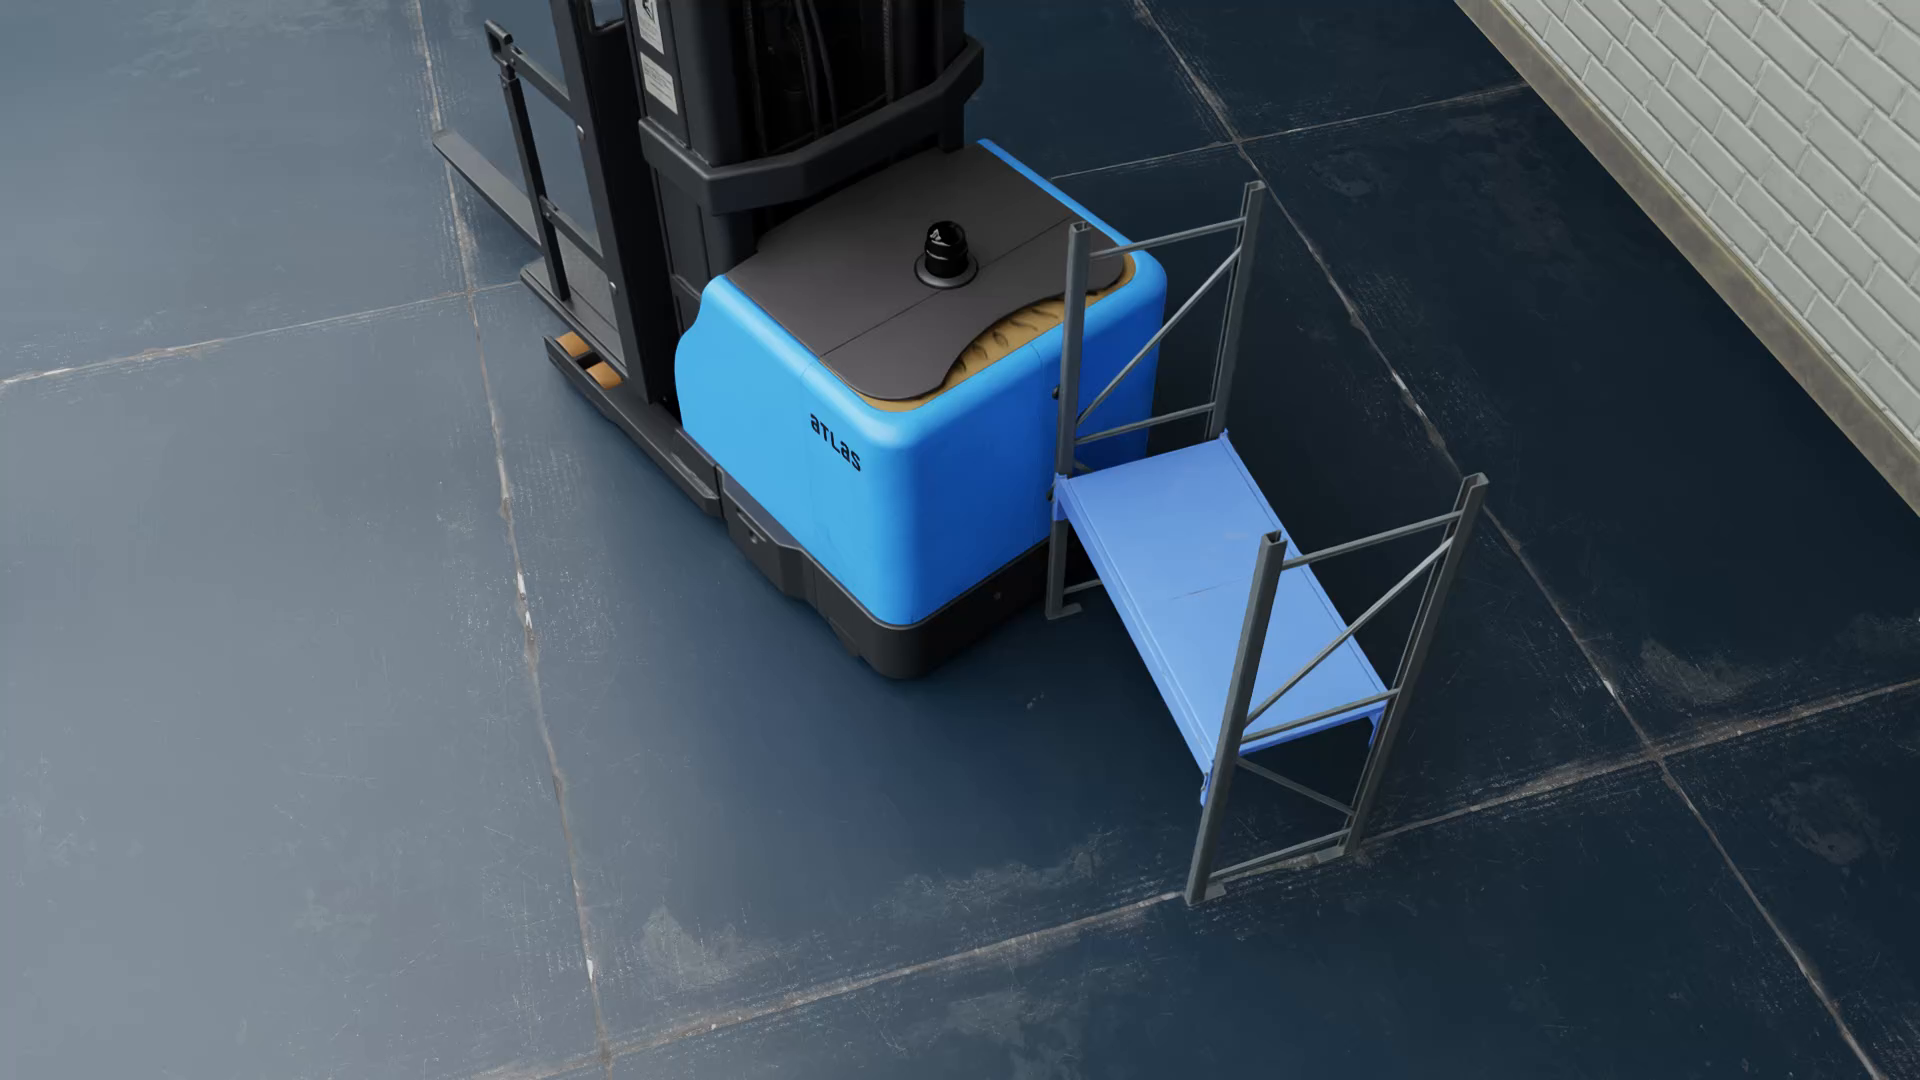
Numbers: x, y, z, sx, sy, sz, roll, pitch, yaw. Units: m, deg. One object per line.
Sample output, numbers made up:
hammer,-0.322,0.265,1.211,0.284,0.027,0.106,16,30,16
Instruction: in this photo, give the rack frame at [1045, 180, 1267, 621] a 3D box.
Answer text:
rack frame,0.499,-0.313,4.533,0.500,1.500,0.032,-15,52,-12

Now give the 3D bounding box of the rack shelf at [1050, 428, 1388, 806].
rack shelf,0.669,0.169,4.362,0.538,0.185,1.000,-15,52,-12

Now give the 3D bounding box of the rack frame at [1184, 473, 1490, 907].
rack frame,0.839,0.420,3.915,0.500,1.500,0.032,-15,52,-12

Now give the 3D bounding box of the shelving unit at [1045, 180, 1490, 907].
shelving unit,0.669,0.053,4.224,0.538,1.500,1.048,-15,52,-12

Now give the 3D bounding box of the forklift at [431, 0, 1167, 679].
forklift,-0.756,-1.604,4.686,1.130,2.935,3.031,-33,57,-25
